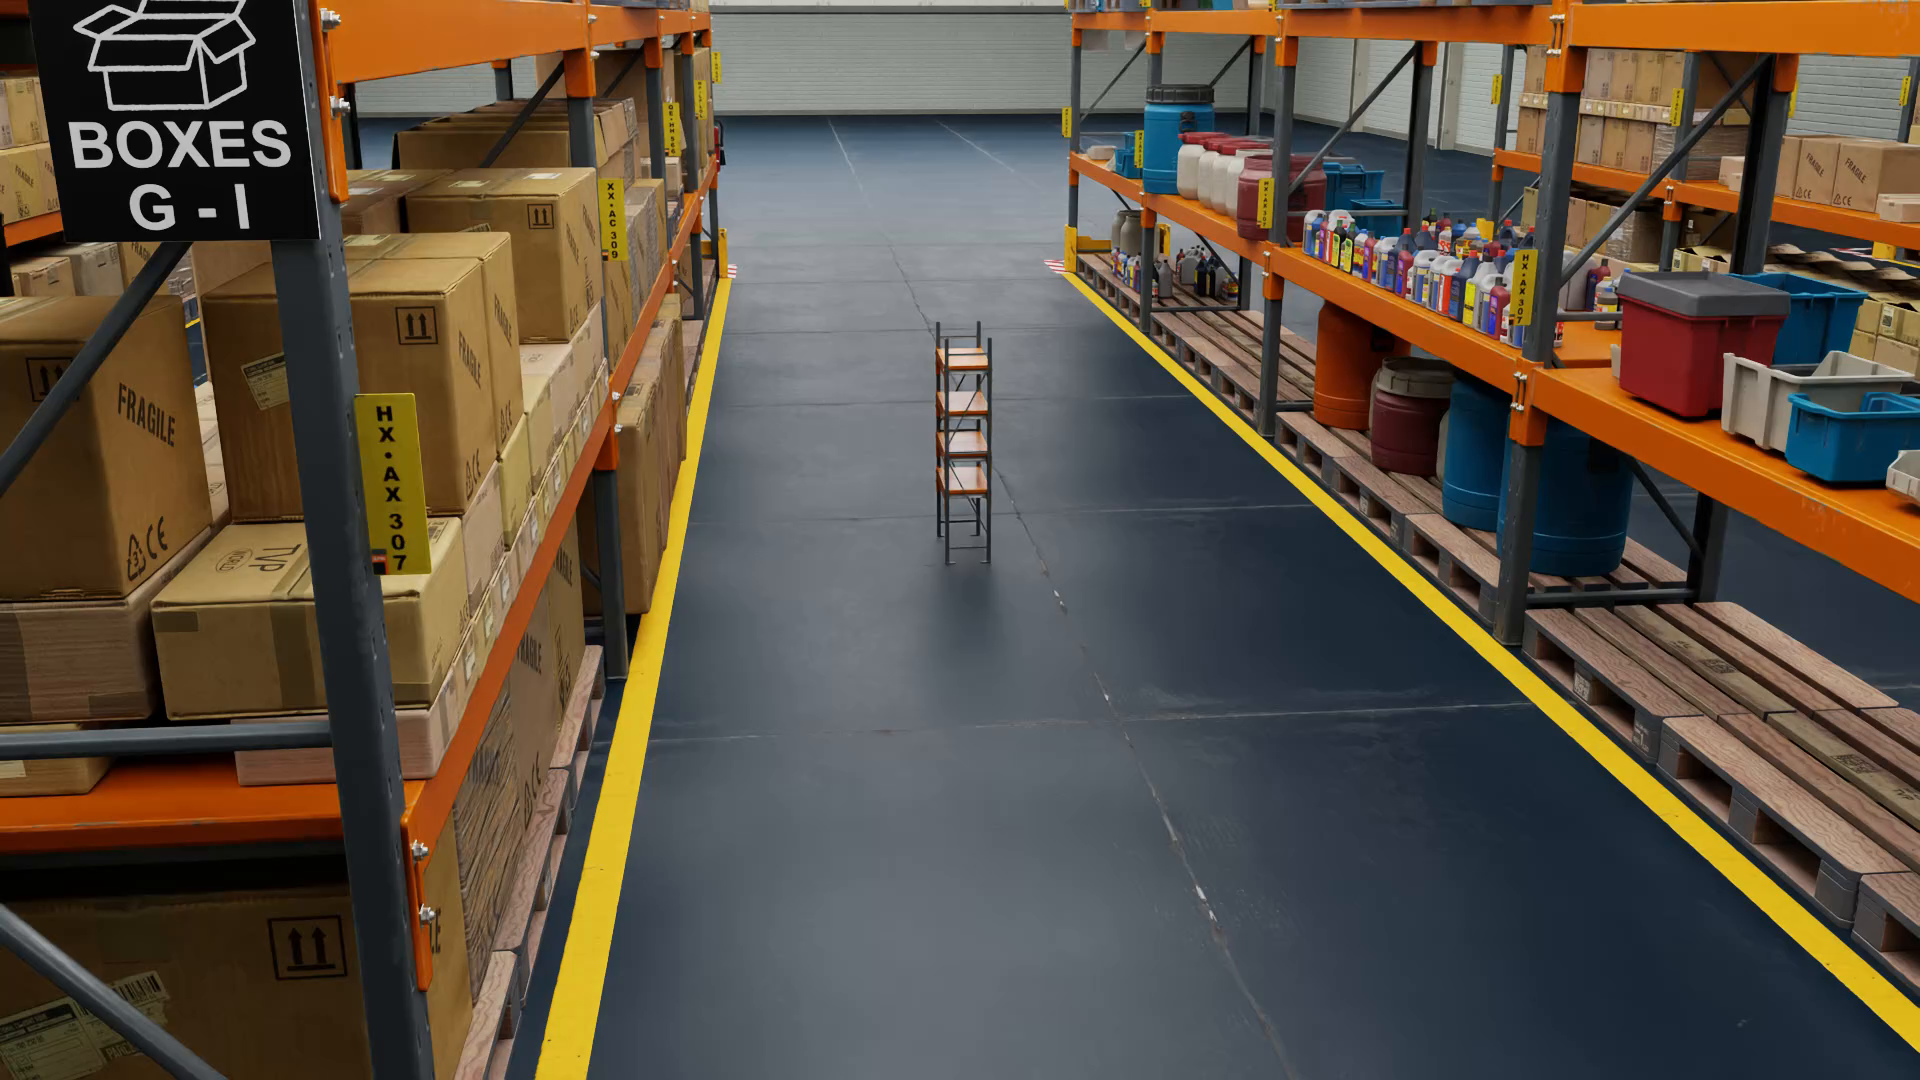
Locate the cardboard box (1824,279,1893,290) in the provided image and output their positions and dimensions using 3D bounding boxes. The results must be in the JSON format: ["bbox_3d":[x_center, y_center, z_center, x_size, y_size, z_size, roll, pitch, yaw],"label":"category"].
[{"bbox_3d":[7.083,-1.926,13.258,0.500,0.311,0.500,-2,18,-6],"label":"cardboard box"}]

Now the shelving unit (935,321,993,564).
[{"bbox_3d":[0.017,-0.523,8.840,0.258,1.200,0.503,-2,18,-6],"label":"shelving unit"}]

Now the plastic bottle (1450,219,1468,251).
[{"bbox_3d":[3.067,-1.834,10.226,0.097,0.271,0.097,0,17,0],"label":"plastic bottle"}]

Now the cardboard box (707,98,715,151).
[{"bbox_3d":[-2.988,-4.275,17.122,0.875,0.500,0.500,-2,18,-6],"label":"cardboard box"}]

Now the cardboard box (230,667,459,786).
[{"bbox_3d":[-1.246,0.376,3.392,0.380,0.149,0.250,-2,17,-5],"label":"cardboard box"}]

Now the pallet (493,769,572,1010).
[{"bbox_3d":[-1.821,1.104,5.309,1.003,0.211,1.213,-2,18,-6],"label":"pallet"}]

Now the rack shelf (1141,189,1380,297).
[{"bbox_3d":[2.358,-2.417,13.070,1.077,0.370,4.000,-2,18,-6],"label":"rack shelf"}]

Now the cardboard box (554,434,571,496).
[{"bbox_3d":[-1.460,-0.236,5.342,0.380,0.149,0.250,-2,18,-7],"label":"cardboard box"}]

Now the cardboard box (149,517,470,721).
[{"bbox_3d":[-1.319,0.150,3.445,0.500,0.250,0.500,-2,18,-7],"label":"cardboard box"}]

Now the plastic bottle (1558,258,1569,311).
[{"bbox_3d":[3.061,-1.335,8.627,0.152,0.276,0.135,-2,18,-6],"label":"plastic bottle"}]

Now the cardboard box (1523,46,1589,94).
[{"bbox_3d":[6.707,-5.211,18.436,0.700,0.500,0.500,-2,18,-5],"label":"cardboard box"}]

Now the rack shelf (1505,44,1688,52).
[{"bbox_3d":[6.872,-5.192,16.900,1.077,0.370,4.000,-2,18,-6],"label":"rack shelf"}]

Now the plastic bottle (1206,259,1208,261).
[{"bbox_3d":[2.409,-2.617,16.325,0.097,0.271,0.097,0,17,0],"label":"plastic bottle"}]

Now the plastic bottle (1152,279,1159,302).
[{"bbox_3d":[1.804,-2.330,15.527,0.097,0.201,0.097,0,17,0],"label":"plastic bottle"}]

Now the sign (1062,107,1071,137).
[{"bbox_3d":[1.191,-4.664,18.565,0.100,0.325,0.005,-2,18,-6],"label":"sign"}]

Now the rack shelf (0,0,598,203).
[{"bbox_3d":[-1.744,-1.312,4.541,1.077,0.370,4.000,-2,18,-6],"label":"rack shelf"}]

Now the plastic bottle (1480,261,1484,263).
[{"bbox_3d":[2.647,-1.287,8.485,0.097,0.271,0.097,0,17,0],"label":"plastic bottle"}]

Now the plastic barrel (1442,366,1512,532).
[{"bbox_3d":[2.864,-0.546,8.709,0.600,0.901,0.708,-2,18,-6],"label":"plastic barrel"}]

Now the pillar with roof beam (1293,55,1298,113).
[{"bbox_3d":[5.149,-16.340,46.200,9.100,9.000,0.400,-2,18,-6],"label":"pillar with roof beam"}]

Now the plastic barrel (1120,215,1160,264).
[{"bbox_3d":[1.934,-3.218,17.873,0.421,0.512,0.421,0,17,0],"label":"plastic barrel"}]

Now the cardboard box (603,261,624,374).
[{"bbox_3d":[-1.749,-1.012,7.227,0.500,0.500,0.500,-2,18,-5],"label":"cardboard box"}]

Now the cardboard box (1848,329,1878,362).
[{"bbox_3d":[7.138,-1.508,12.861,0.500,0.250,0.500,-2,18,-6],"label":"cardboard box"}]

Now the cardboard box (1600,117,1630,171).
[{"bbox_3d":[6.918,-3.995,16.726,0.700,0.500,0.500,-2,17,-5],"label":"cardboard box"}]

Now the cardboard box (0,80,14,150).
[{"bbox_3d":[-7.555,-3.153,12.378,0.700,0.500,0.500,-2,18,-5],"label":"cardboard box"}]

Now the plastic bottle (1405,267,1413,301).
[{"bbox_3d":[2.447,-1.388,8.921,0.097,0.201,0.097,0,17,0],"label":"plastic bottle"}]

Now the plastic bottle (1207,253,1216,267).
[{"bbox_3d":[2.461,-2.612,16.177,0.144,0.351,0.185,-3,18,-8],"label":"plastic bottle"}]

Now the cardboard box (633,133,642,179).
[{"bbox_3d":[-2.615,-2.583,11.527,0.700,0.500,0.500,1,17,3],"label":"cardboard box"}]

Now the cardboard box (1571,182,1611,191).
[{"bbox_3d":[7.017,-3.796,18.897,0.500,0.500,0.500,-2,18,-6],"label":"cardboard box"}]

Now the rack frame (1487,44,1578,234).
[{"bbox_3d":[6.666,-4.700,19.140,1.000,3.000,0.127,-2,18,-6],"label":"rack frame"}]

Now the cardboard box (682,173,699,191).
[{"bbox_3d":[-2.498,-3.157,14.644,0.380,0.149,0.250,-2,18,-6],"label":"cardboard box"}]

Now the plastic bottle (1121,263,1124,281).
[{"bbox_3d":[1.672,-2.712,16.744,0.097,0.201,0.097,0,17,0],"label":"plastic bottle"}]

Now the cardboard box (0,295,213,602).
[{"bbox_3d":[-1.849,-0.193,3.287,0.500,0.500,0.500,-2,17,-5],"label":"cardboard box"}]

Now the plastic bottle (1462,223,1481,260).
[{"bbox_3d":[3.088,-1.776,10.042,0.097,0.271,0.097,0,17,0],"label":"plastic bottle"}]

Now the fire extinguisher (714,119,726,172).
[{"bbox_3d":[-2.741,-4.407,18.334,0.296,0.674,0.183,-2,18,-6],"label":"fire extinguisher"}]

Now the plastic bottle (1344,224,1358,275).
[{"bbox_3d":[2.327,-1.722,9.849,0.061,0.283,0.133,-2,18,-6],"label":"plastic bottle"}]

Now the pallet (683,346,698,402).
[{"bbox_3d":[-2.565,-1.277,12.891,1.003,0.211,1.213,-2,18,-6],"label":"pallet"}]

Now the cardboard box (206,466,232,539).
[{"bbox_3d":[-1.903,0.014,3.878,0.500,0.250,0.500,-2,18,-7],"label":"cardboard box"}]

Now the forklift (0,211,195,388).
[{"bbox_3d":[-5.037,-0.934,7.260,3.031,2.935,1.130,-1,17,-4],"label":"forklift"}]

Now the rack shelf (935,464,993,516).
[{"bbox_3d":[0.017,-0.270,8.920,0.258,0.148,0.480,-2,18,-6],"label":"rack shelf"}]

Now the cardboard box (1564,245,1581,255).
[{"bbox_3d":[6.653,-2.975,17.534,0.500,0.250,0.500,-2,18,-6],"label":"cardboard box"}]

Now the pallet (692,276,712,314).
[{"bbox_3d":[-3.009,-2.436,16.585,1.003,0.211,1.213,-2,18,-6],"label":"pallet"}]

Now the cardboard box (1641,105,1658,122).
[{"bbox_3d":[6.784,-4.092,15.952,0.380,0.149,0.250,-2,18,-7],"label":"cardboard box"}]

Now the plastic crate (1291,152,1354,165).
[{"bbox_3d":[2.701,-2.686,12.618,0.402,0.464,0.583,-2,18,-6],"label":"plastic crate"}]

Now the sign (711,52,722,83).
[{"bbox_3d":[-2.634,-5.109,17.984,0.100,0.325,0.005,-2,18,-6],"label":"sign"}]

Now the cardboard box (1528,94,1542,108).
[{"bbox_3d":[6.522,-4.855,18.384,0.380,0.149,0.250,-2,18,-7],"label":"cardboard box"}]

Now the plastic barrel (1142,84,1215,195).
[{"bbox_3d":[1.890,-3.471,14.389,0.600,0.901,0.708,-2,18,-6],"label":"plastic barrel"}]

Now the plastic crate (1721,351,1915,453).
[{"bbox_3d":[2.951,-0.484,5.810,0.437,0.282,0.530,-2,18,-6],"label":"plastic crate"}]

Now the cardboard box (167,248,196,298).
[{"bbox_3d":[-7.811,-2.725,15.695,0.875,0.875,0.875,-2,18,-5],"label":"cardboard box"}]

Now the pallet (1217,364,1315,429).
[{"bbox_3d":[2.522,-1.066,12.221,1.003,0.211,1.213,-2,18,-6],"label":"pallet"}]

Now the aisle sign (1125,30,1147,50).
[{"bbox_3d":[2.027,-5.819,18.364,0.394,0.787,0.004,-2,18,-6],"label":"aisle sign"}]

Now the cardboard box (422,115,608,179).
[{"bbox_3d":[-2.084,-1.741,7.873,0.797,0.503,0.637,-2,17,-5],"label":"cardboard box"}]

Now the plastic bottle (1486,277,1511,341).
[{"bbox_3d":[2.545,-1.092,7.843,0.061,0.283,0.133,-2,18,-6],"label":"plastic bottle"}]
